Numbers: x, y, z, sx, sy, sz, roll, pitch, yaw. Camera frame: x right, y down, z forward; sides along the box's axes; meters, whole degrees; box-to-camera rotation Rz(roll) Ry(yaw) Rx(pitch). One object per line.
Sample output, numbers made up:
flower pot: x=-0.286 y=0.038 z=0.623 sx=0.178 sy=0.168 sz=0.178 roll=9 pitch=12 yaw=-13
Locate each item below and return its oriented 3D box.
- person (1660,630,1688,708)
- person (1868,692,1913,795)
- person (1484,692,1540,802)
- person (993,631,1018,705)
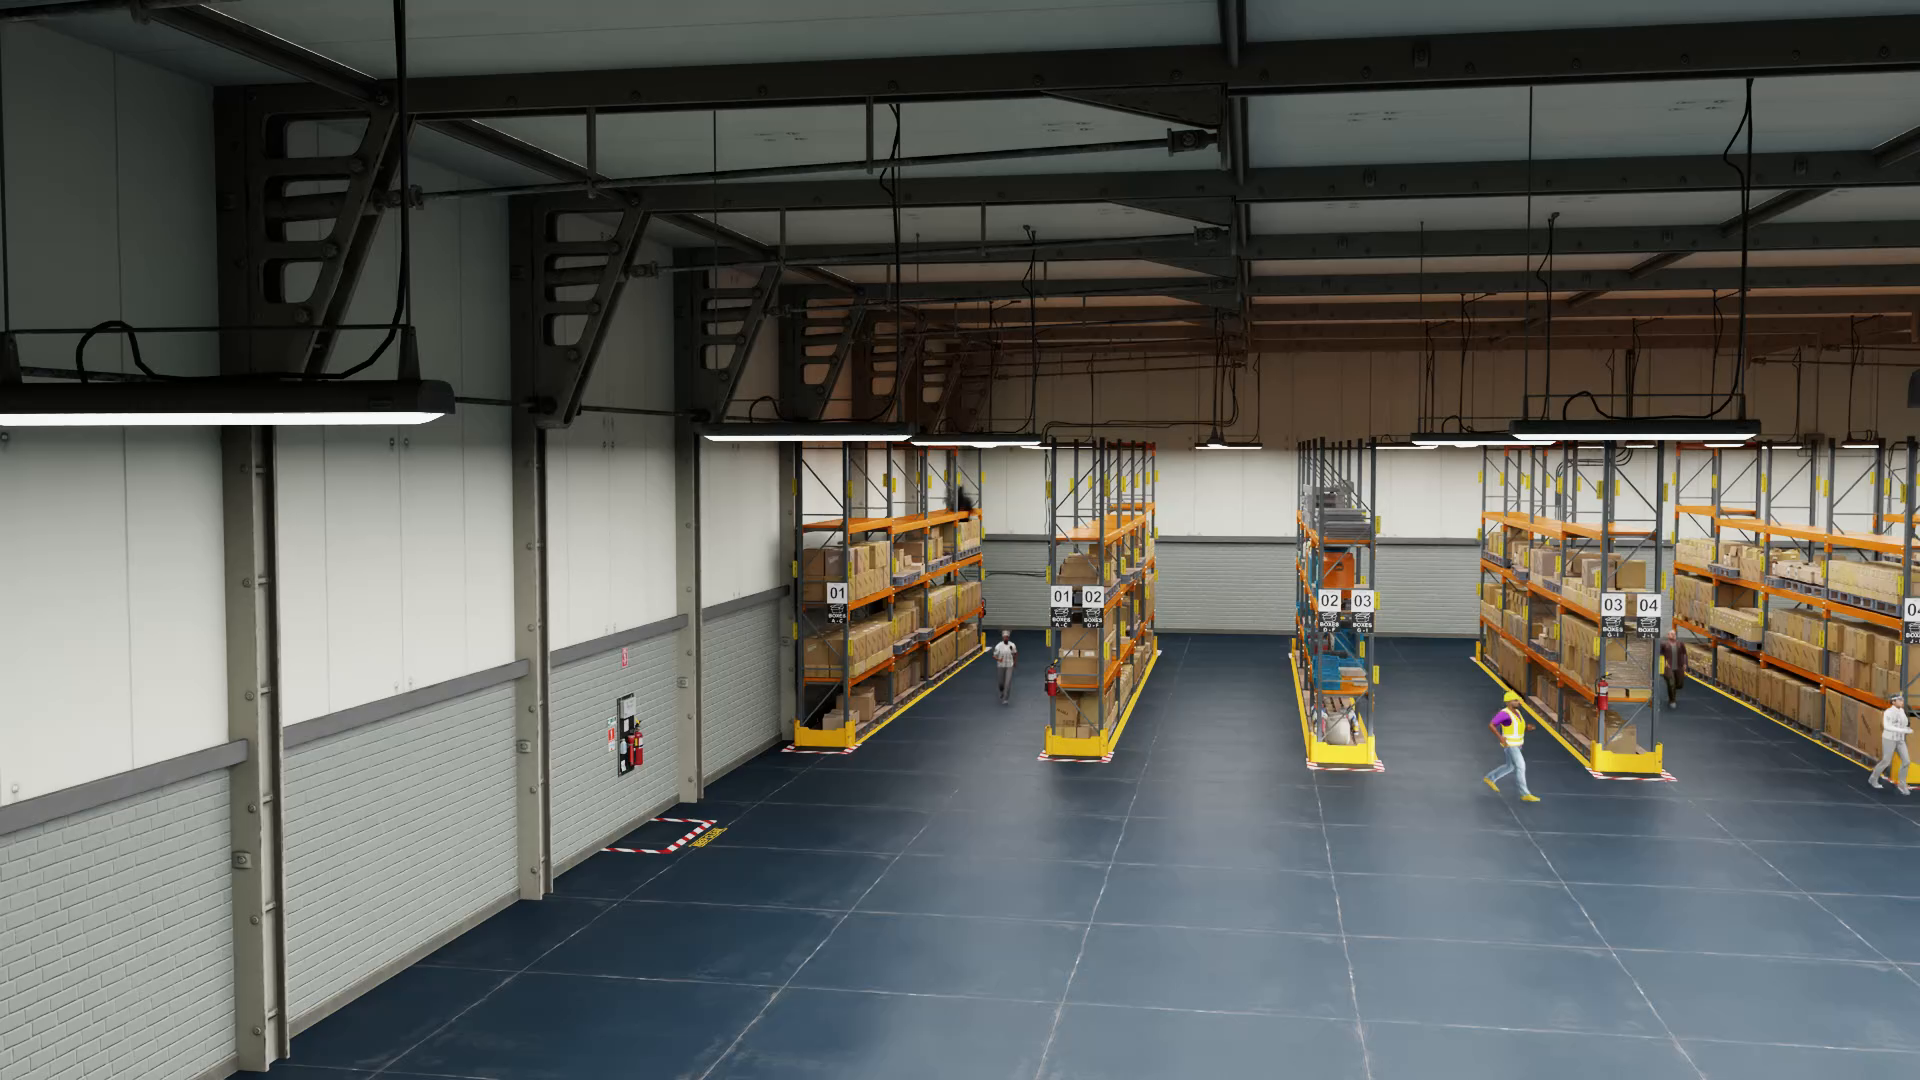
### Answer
person: x=16.046 y=2.890 z=37.484 sx=0.730 sy=1.724 sz=0.641 roll=0 pitch=3 yaw=0
person: x=15.687 y=3.410 z=27.946 sx=0.626 sy=1.763 sz=0.739 roll=-1 pitch=3 yaw=-26
person: x=9.074 y=3.365 z=27.333 sx=0.992 sy=1.745 sz=0.703 roll=2 pitch=4 yaw=38
person: x=1.042 y=2.881 z=37.853 sx=0.581 sy=1.670 sz=0.739 roll=0 pitch=3 yaw=0
